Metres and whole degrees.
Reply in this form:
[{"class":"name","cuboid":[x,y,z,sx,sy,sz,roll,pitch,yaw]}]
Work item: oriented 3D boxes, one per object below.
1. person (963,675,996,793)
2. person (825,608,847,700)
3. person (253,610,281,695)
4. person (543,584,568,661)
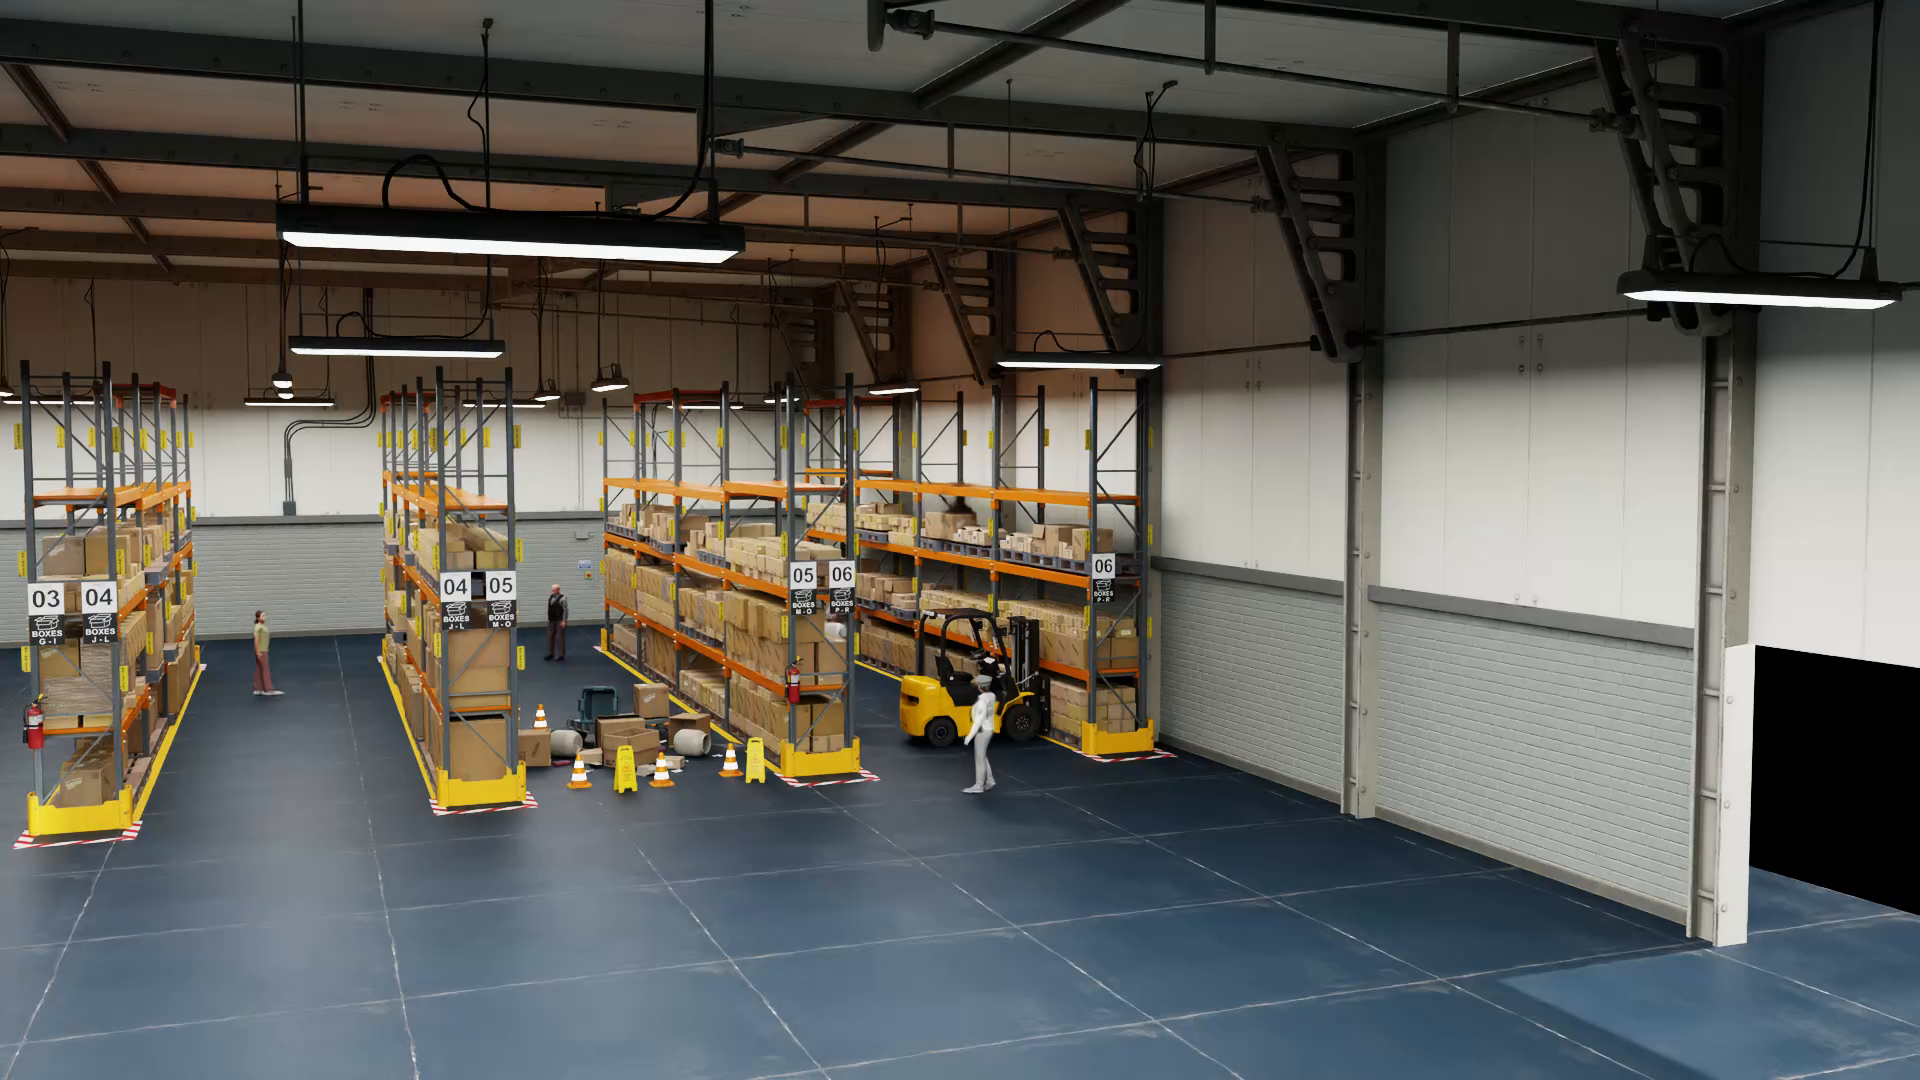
[{"class":"person","cuboid":[0.278,2.764,23.603,0.432,1.703,0.565,1,3,10]},{"class":"person","cuboid":[-2.345,2.125,30.068,0.558,1.804,0.774,-1,4,-23]},{"class":"person","cuboid":[-13.617,2.216,32.652,0.515,1.645,0.468,-1,4,-20]},{"class":"person","cuboid":[-9.187,1.865,37.824,0.609,1.723,0.409,2,4,33]}]
